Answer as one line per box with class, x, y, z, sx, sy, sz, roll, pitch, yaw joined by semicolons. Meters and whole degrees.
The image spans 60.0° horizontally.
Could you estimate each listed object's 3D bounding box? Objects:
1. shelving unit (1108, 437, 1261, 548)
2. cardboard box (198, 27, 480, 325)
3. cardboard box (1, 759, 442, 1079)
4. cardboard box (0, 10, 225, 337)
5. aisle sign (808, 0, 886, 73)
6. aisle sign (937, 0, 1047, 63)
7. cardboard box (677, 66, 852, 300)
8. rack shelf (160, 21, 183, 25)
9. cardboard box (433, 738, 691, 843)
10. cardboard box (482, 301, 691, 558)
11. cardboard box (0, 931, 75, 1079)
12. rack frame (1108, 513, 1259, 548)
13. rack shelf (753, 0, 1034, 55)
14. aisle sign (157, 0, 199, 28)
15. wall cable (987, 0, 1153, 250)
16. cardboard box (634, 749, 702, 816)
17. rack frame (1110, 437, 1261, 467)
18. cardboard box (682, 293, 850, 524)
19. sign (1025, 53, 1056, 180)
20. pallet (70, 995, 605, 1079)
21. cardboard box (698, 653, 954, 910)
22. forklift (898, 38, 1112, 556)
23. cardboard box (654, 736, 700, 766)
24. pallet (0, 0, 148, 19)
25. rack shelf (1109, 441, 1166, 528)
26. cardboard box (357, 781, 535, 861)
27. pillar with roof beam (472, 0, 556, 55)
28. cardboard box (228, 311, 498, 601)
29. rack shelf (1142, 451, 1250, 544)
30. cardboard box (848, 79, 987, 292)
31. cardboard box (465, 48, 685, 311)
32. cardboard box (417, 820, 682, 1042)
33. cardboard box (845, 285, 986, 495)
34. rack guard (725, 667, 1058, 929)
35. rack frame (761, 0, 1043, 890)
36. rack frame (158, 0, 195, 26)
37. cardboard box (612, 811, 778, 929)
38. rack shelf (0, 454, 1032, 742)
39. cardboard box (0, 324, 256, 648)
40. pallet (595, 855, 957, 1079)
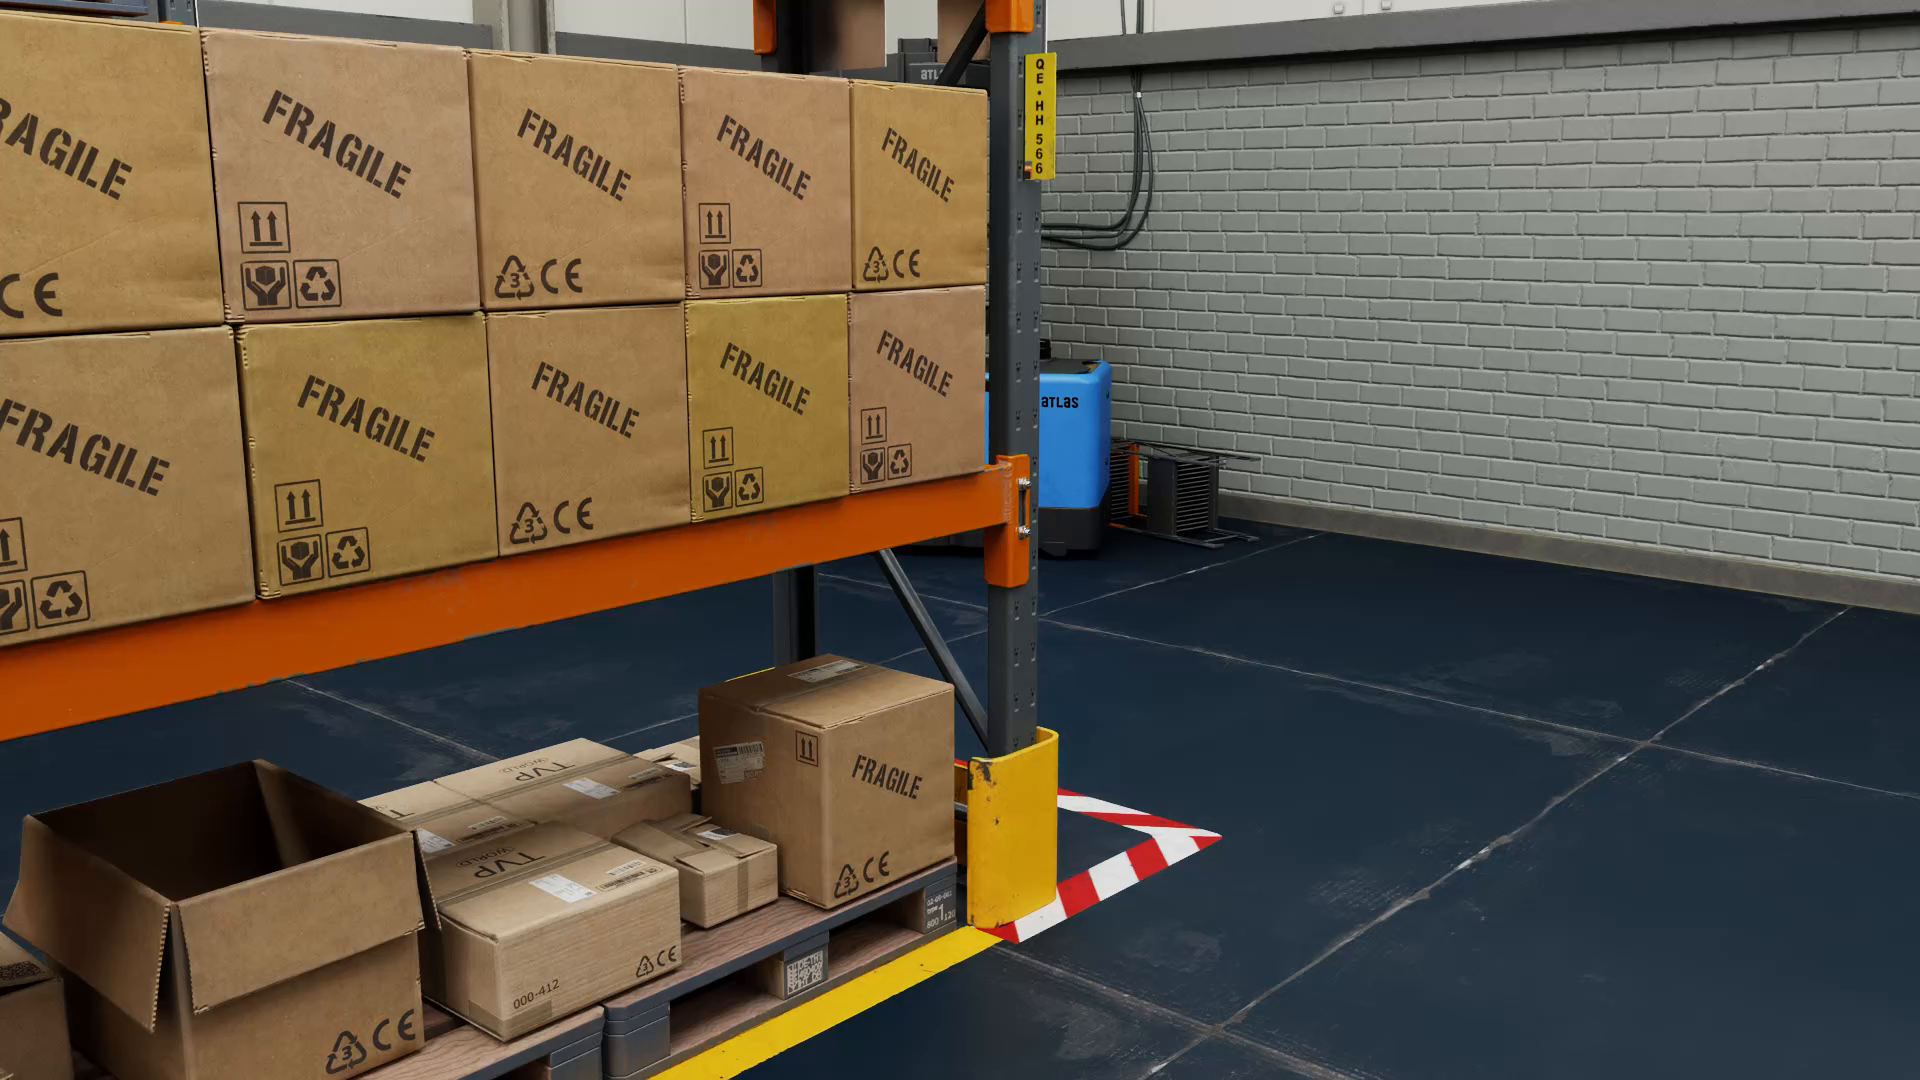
shelving unit;1.004;-0.375;10.756;0.431;0.503;2.100;-9;14;-38
cardboard box;-1.288;-0.689;3.194;0.500;0.500;0.500;10;15;42
cardboard box;-1.594;0.842;3.586;0.797;0.503;0.637;10;15;40
cardboard box;-1.628;-0.613;2.813;0.500;0.500;0.500;9;15;39
aisle sign;-0.366;-1.800;4.930;0.394;0.787;0.004;10;15;40
aisle sign;0.085;-1.723;4.541;0.394;0.787;0.004;10;15;40
cardboard box;-0.610;-0.841;3.958;0.500;0.500;0.500;10;15;42
rack shelf;-5.234;-1.941;6.451;1.077;0.370;4.000;10;15;40
cardboard box;-1.092;0.772;4.585;0.500;0.250;0.500;10;15;40
cardboard box;-0.954;-0.276;3.680;0.500;0.500;0.500;10;15;41
cardboard box;-2.172;0.983;3.374;0.500;0.311;0.500;10;15;40
rack frame;1.005;-0.136;10.802;0.400;0.015;2.100;-9;14;-38
rack shelf;-1.510;-1.302;3.247;1.077;0.370;4.000;10;15;40
aisle sign;-3.641;-2.364;7.752;0.394;0.787;0.004;10;15;40
wall cable;0.088;-3.323;11.799;3.097;2.526;0.112;10;15;40
cardboard box;-0.890;0.750;4.908;0.380;0.166;0.250;10;15;40
rack frame;1.002;-0.615;10.710;0.400;0.015;2.100;-9;14;-38
cardboard box;-0.621;-0.349;4.044;0.500;0.500;0.500;10;15;41
sign;0.214;-1.126;4.426;0.100;0.325;0.005;10;15;40
pallet;-1.571;1.197;3.679;1.003;0.211;1.213;10;15;40
cardboard box;-0.364;0.644;4.586;0.500;0.500;0.500;10;15;40
forklift;-0.614;-1.458;10.025;3.031;2.935;1.130;2;11;9
cardboard box;-0.725;0.722;5.094;0.380;0.149;0.250;10;15;40
pallet;-4.395;-2.434;7.310;1.003;0.211;1.213;10;15;40
rack shelf;1.012;-0.373;10.746;0.431;0.480;0.518;-9;14;-38
cardboard box;-1.422;0.845;4.217;0.500;0.250;0.500;10;15;40
pillar with roof beam;0.453;-4.012;7.322;9.100;9.000;0.400;10;15;40
cardboard box;-1.287;-0.202;3.309;0.500;0.500;0.500;9;15;40
rack shelf;1.450;-0.273;10.209;0.431;0.480;0.518;-9;14;-38
cardboard box;-0.277;-0.916;4.330;0.500;0.500;0.500;10;15;40
cardboard box;-0.949;-0.765;3.573;0.500;0.500;0.500;10;15;42
cardboard box;-1.014;0.903;3.930;0.500;0.250;0.500;10;15;40
cardboard box;-0.281;-0.426;4.428;0.500;0.500;0.500;10;15;42
rack guard;-0.240;0.759;5.133;1.175;0.500;0.348;10;15;40
rack frame;-0.190;-0.478;4.944;1.000;3.000;0.127;10;15;40
rack frame;-3.914;-1.118;8.148;1.000;3.000;0.127;10;15;40
cardboard box;-0.699;0.856;4.378;0.380;0.166;0.250;10;15;40
rack shelf;-1.510;0.169;3.541;1.077;0.370;4.000;10;15;40
cardboard box;-1.622;-0.127;2.933;0.500;0.500;0.500;10;15;40
pallet;-0.766;1.019;4.573;1.003;0.211;1.213;10;15;40
